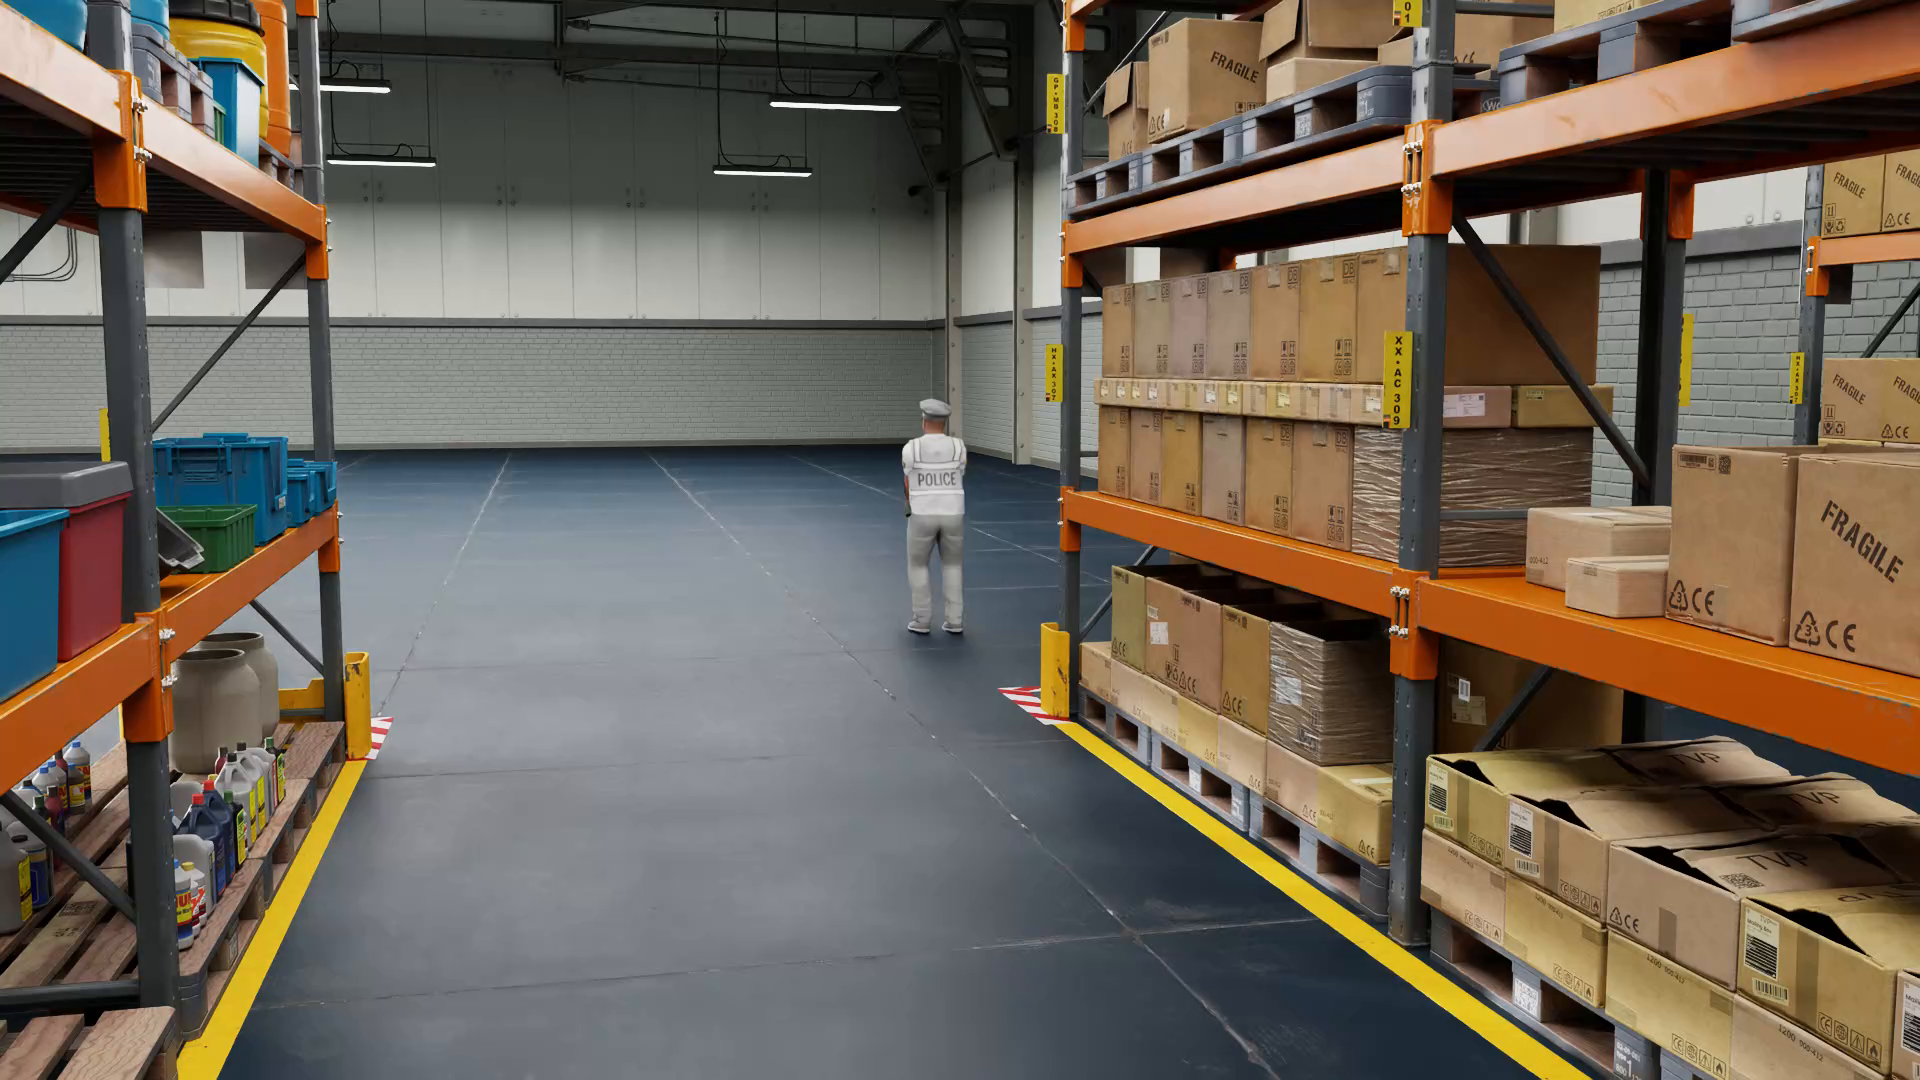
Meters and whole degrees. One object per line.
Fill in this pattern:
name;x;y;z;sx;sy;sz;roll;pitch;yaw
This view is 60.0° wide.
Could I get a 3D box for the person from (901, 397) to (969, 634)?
person;-0.205;-0.188;12.555;0.524;1.774;0.536;-2;6;-14
